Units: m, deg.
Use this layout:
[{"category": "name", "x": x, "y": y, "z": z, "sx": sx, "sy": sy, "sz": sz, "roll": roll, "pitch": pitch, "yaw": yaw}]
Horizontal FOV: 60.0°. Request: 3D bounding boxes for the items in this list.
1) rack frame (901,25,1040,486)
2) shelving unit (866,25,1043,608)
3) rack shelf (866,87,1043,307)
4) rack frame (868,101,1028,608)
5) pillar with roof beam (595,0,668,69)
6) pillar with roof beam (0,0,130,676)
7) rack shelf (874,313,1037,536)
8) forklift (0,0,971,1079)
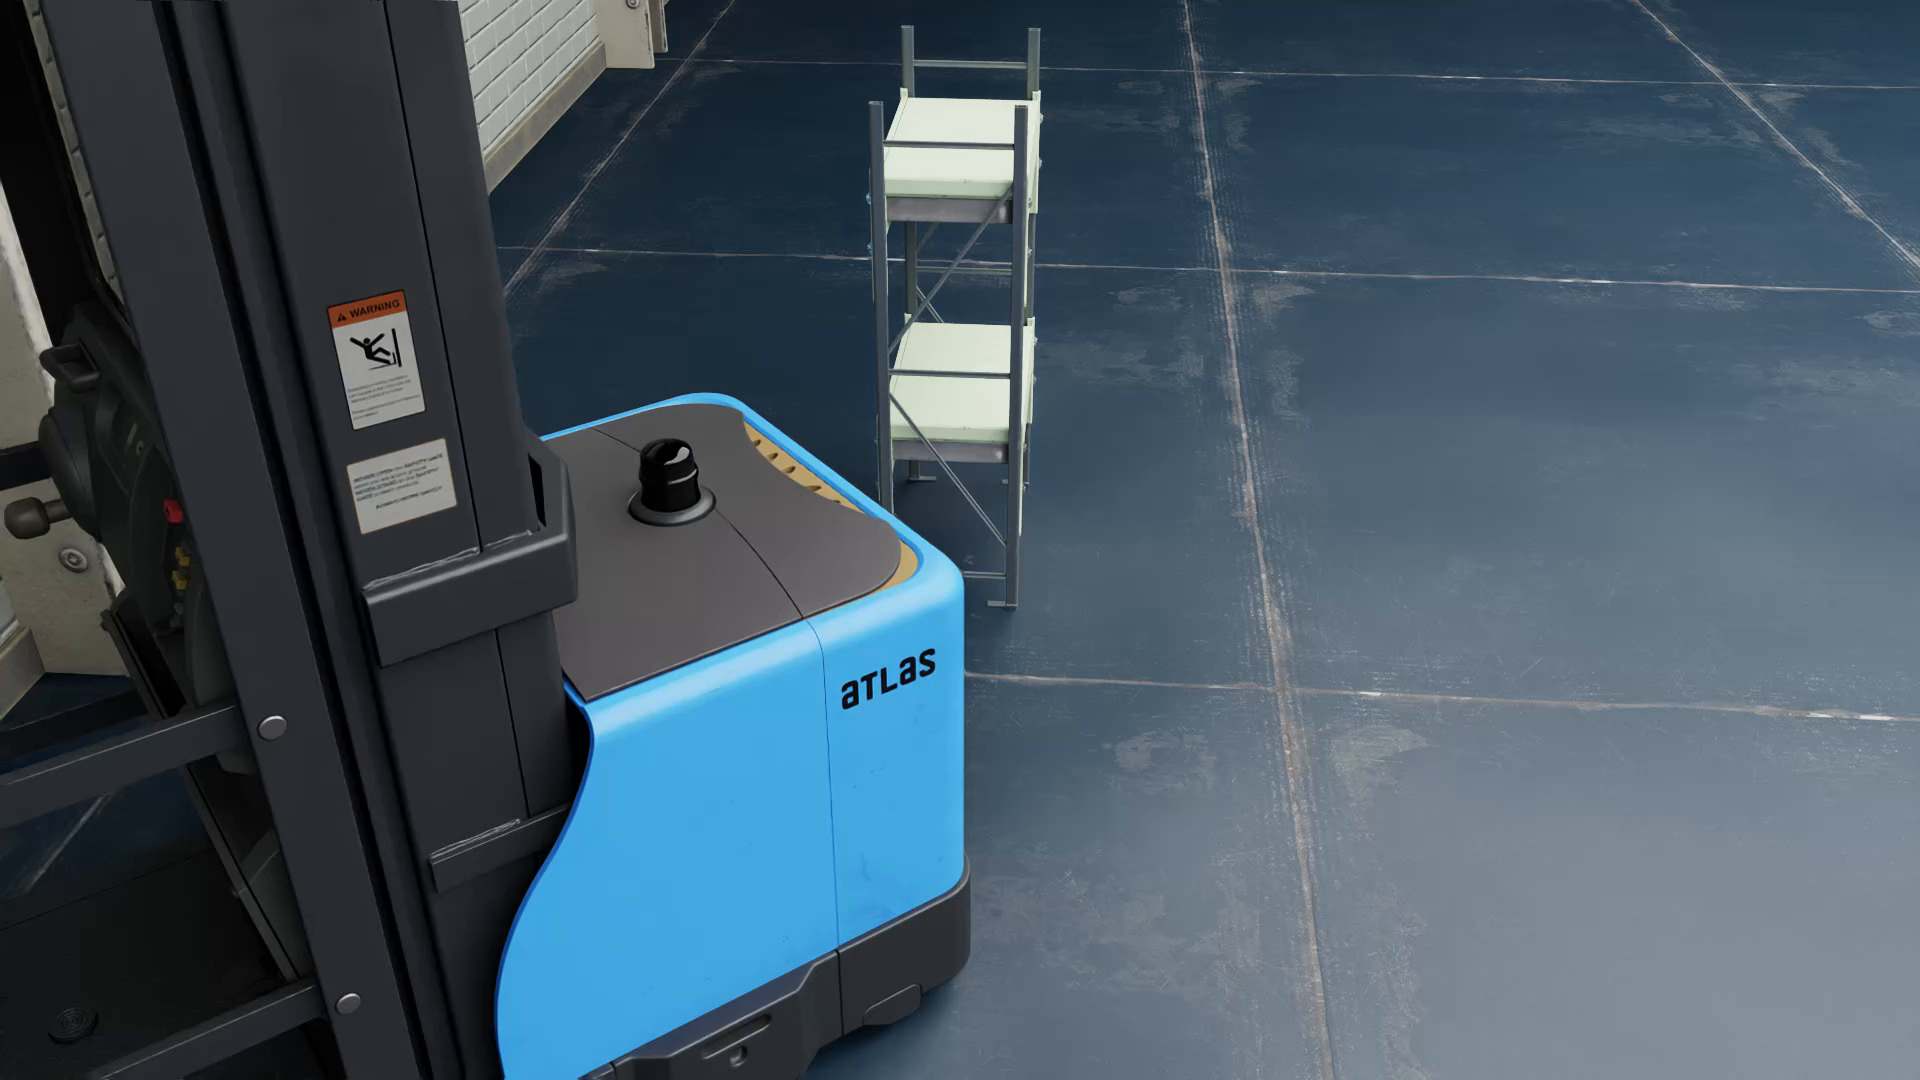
[{"category": "rack frame", "x": 0.030, "y": -0.833, "z": 5.173, "sx": 0.400, "sy": 1.500, "sz": 0.023, "roll": 2, "pitch": 32, "yaw": 4}, {"category": "shelving unit", "x": 0.001, "y": -0.642, "z": 4.862, "sx": 0.431, "sy": 1.500, "sz": 0.755, "roll": 2, "pitch": 32, "yaw": 4}, {"category": "rack shelf", "x": 0.001, "y": -0.974, "z": 4.657, "sx": 0.431, "sy": 0.370, "sz": 0.720, "roll": 2, "pitch": 32, "yaw": 4}, {"category": "rack frame", "x": -0.029, "y": -0.451, "z": 4.552, "sx": 0.400, "sy": 1.500, "sz": 0.023, "roll": 2, "pitch": 32, "yaw": 4}, {"category": "pillar with roof beam", "x": 2.355, "y": -6.515, "z": 7.244, "sx": 9.100, "sy": 9.000, "sz": 0.400, "roll": 2, "pitch": 32, "yaw": 4}, {"category": "pillar with roof beam", "x": 1.866, "y": -3.377, "z": 2.153, "sx": 9.100, "sy": 9.000, "sz": 0.400, "roll": 2, "pitch": 32, "yaw": 4}, {"category": "rack shelf", "x": 0.001, "y": -0.364, "z": 5.033, "sx": 0.431, "sy": 0.370, "sz": 0.720, "roll": 2, "pitch": 32, "yaw": 4}, {"category": "forklift", "x": -1.472, "y": -0.035, "z": 2.513, "sx": 3.031, "sy": 2.935, "sz": 1.130, "roll": -21, "pitch": 37, "yaw": -30}]
